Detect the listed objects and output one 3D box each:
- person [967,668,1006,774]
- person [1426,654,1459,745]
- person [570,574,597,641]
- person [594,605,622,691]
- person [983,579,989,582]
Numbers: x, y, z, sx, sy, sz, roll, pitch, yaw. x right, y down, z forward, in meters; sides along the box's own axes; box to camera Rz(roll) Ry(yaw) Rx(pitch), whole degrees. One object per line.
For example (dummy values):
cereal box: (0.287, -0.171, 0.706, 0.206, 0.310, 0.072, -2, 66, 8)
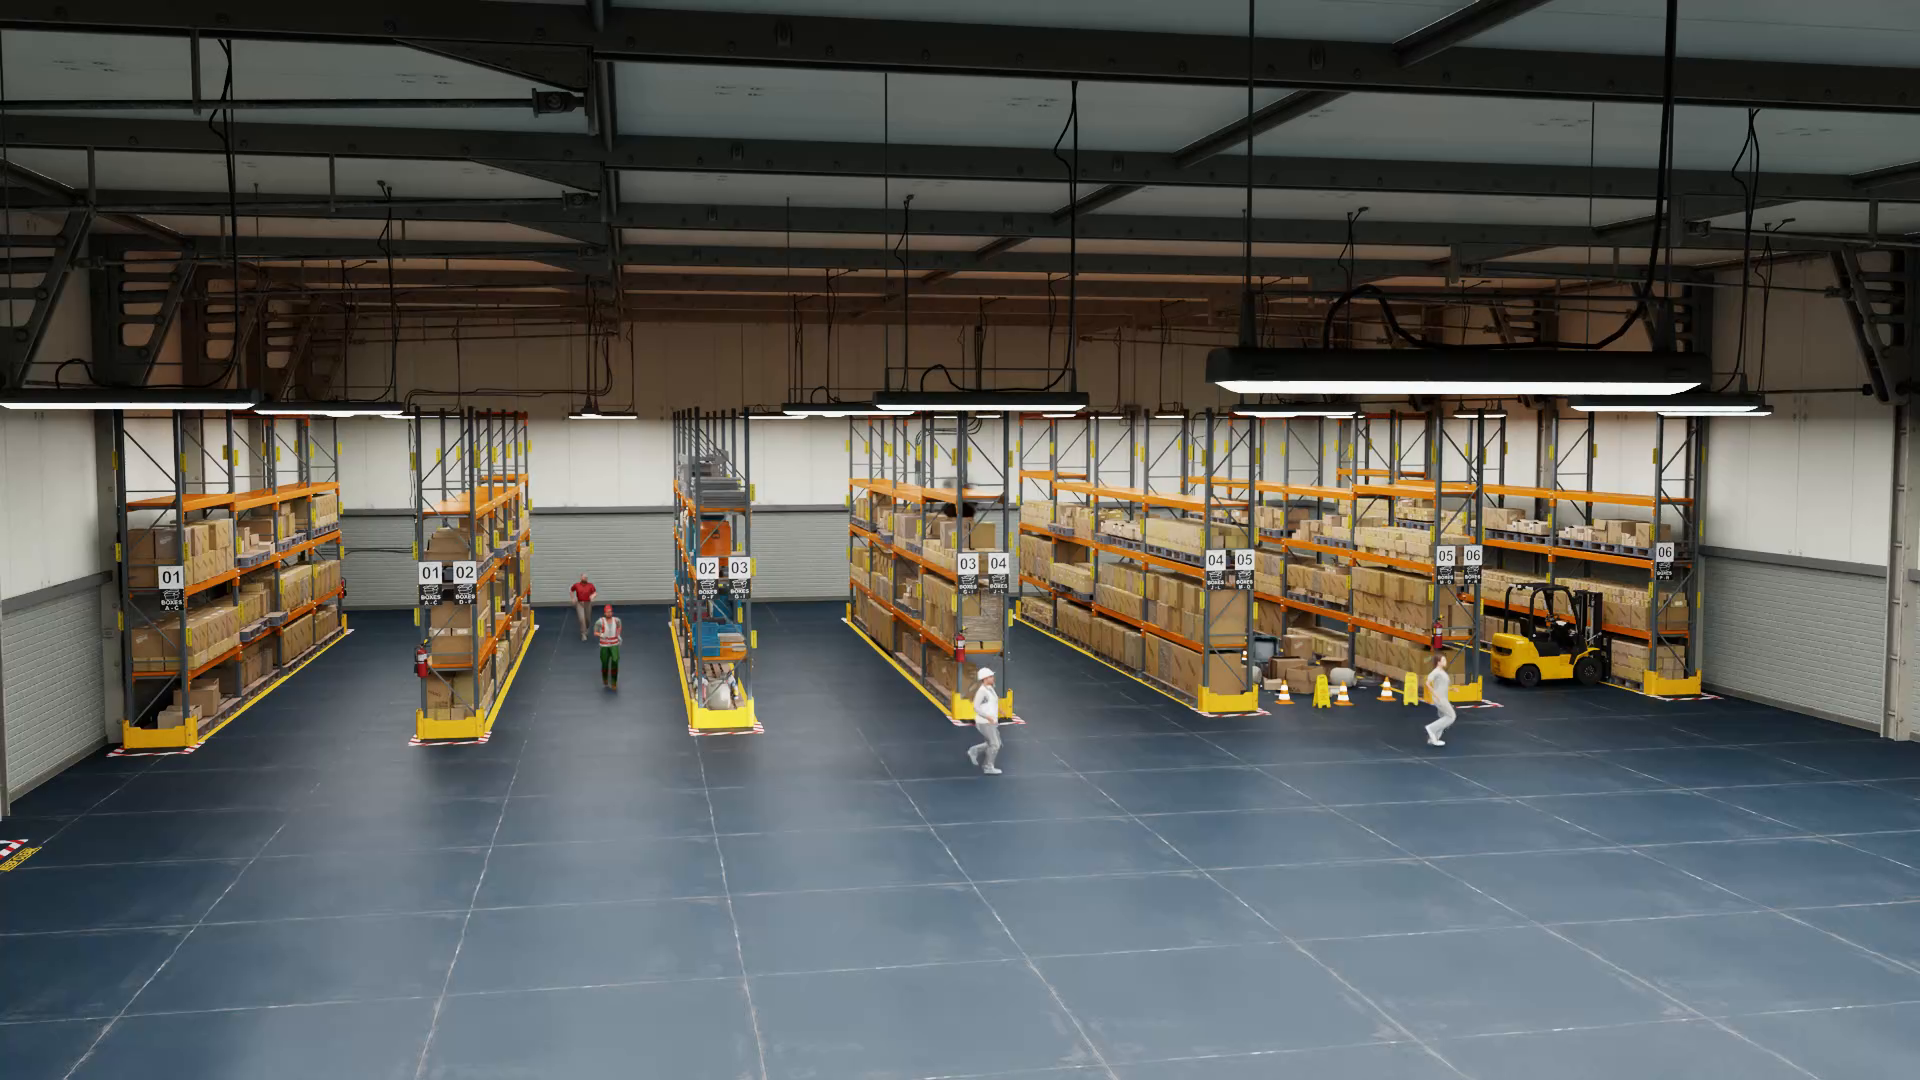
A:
person: (0.398, 2.938, 26.993, 0.640, 1.730, 0.650, 1, 4, 16)
person: (8.520, 2.817, 29.319, 0.545, 1.624, 0.552, 2, 5, 29)
person: (-9.935, 1.745, 43.913, 0.675, 1.730, 0.980, -2, 4, -21)
person: (-7.538, 2.294, 35.631, 0.592, 1.832, 0.865, -1, 4, -14)
person: (0.713, 1.582, 46.923, 0.622, 1.613, 0.715, 0, 4, -6)
